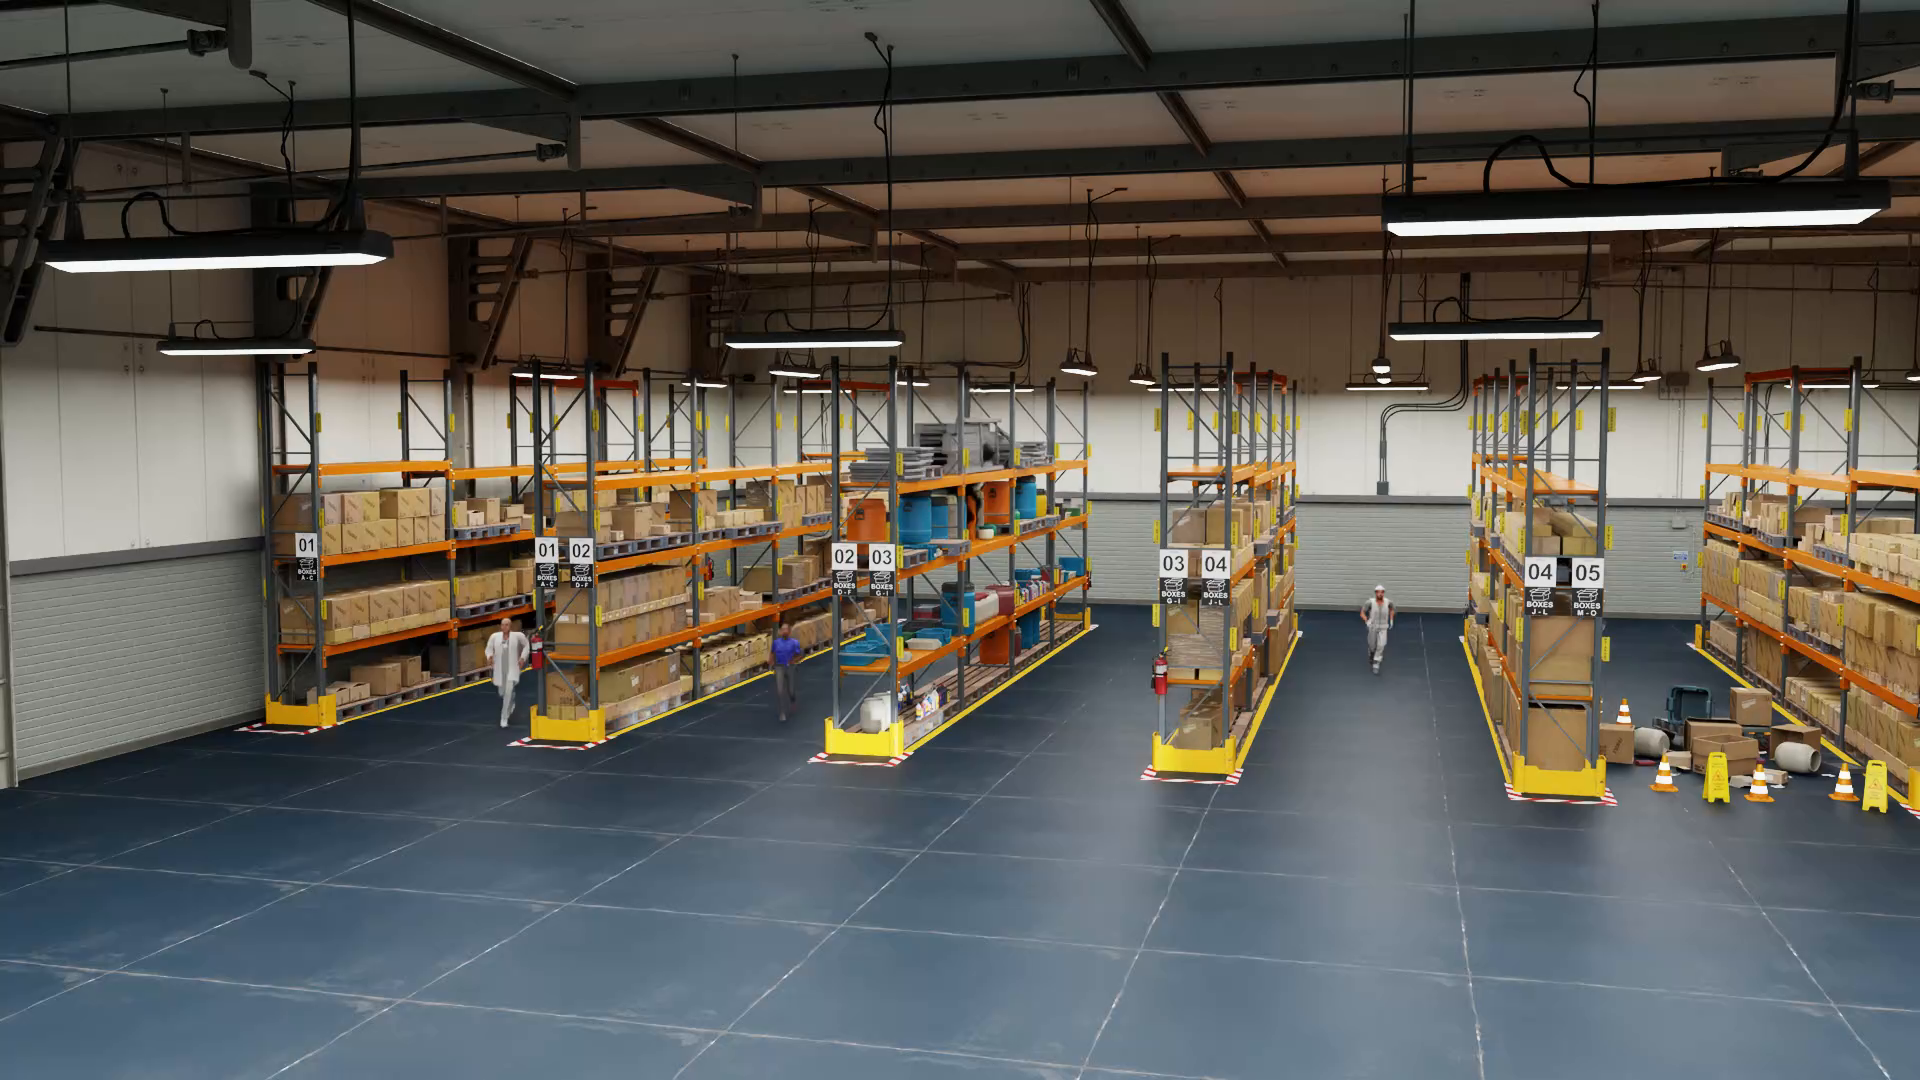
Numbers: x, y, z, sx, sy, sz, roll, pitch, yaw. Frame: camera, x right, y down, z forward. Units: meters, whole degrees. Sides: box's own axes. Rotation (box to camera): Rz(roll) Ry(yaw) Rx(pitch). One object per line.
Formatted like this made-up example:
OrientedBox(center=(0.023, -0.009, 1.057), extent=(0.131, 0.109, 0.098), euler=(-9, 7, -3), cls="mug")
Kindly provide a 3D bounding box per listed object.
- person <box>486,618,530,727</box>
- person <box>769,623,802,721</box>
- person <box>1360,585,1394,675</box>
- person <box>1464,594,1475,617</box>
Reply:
OrientedBox(center=(-7.567, 2.185, 27.839), extent=(0.722, 1.778, 1.017), euler=(0, 4, -3), cls="person")
OrientedBox(center=(-2.956, 2.215, 28.129), extent=(0.585, 1.615, 0.759), euler=(0, 4, 2), cls="person")
OrientedBox(center=(8.389, 1.782, 33.406), extent=(0.682, 1.767, 0.884), euler=(0, 4, 4), cls="person")
OrientedBox(center=(12.204, 1.461, 39.243), extent=(0.520, 1.532, 0.529), euler=(-1, 4, -18), cls="person")
